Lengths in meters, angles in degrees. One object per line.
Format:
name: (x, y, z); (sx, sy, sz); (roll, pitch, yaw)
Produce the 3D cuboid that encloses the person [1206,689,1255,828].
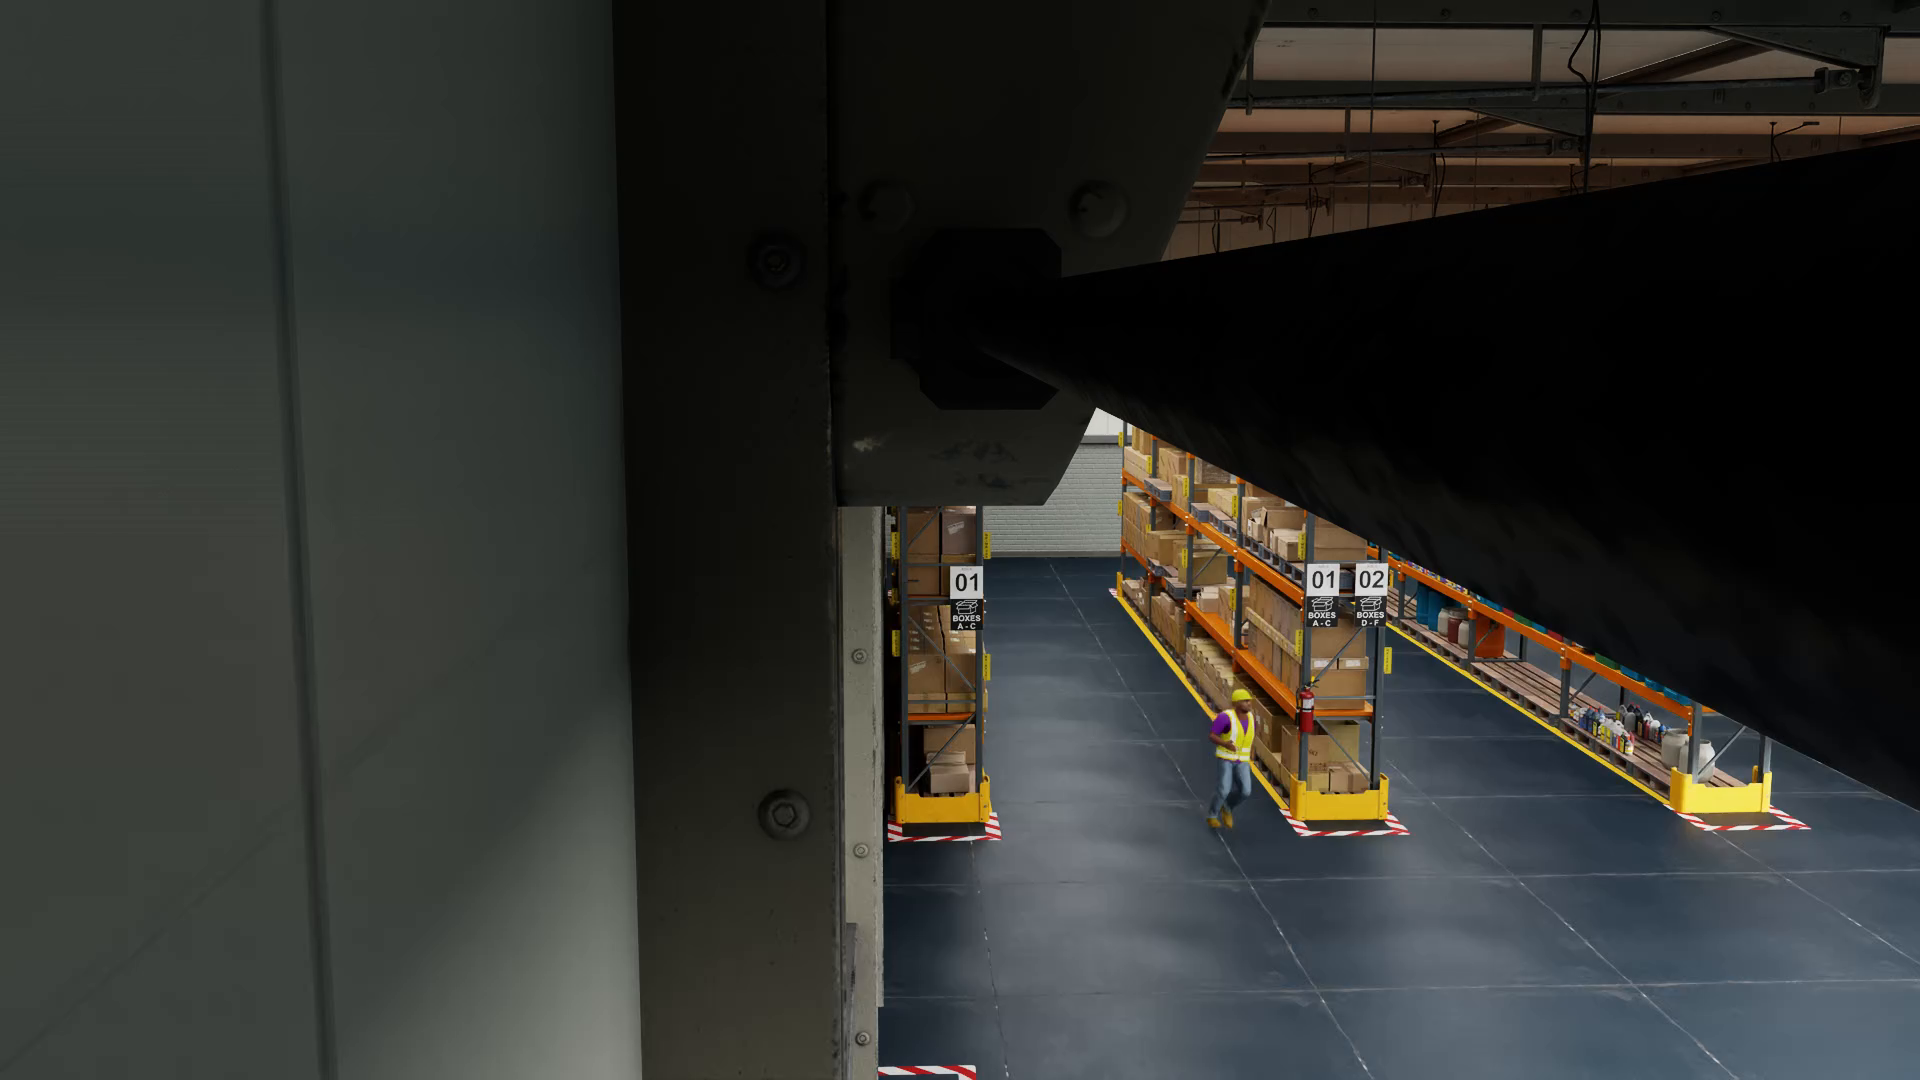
person: (3.344, 2.644, 20.038); (0.703, 1.708, 0.598); (-3, 8, -18)
